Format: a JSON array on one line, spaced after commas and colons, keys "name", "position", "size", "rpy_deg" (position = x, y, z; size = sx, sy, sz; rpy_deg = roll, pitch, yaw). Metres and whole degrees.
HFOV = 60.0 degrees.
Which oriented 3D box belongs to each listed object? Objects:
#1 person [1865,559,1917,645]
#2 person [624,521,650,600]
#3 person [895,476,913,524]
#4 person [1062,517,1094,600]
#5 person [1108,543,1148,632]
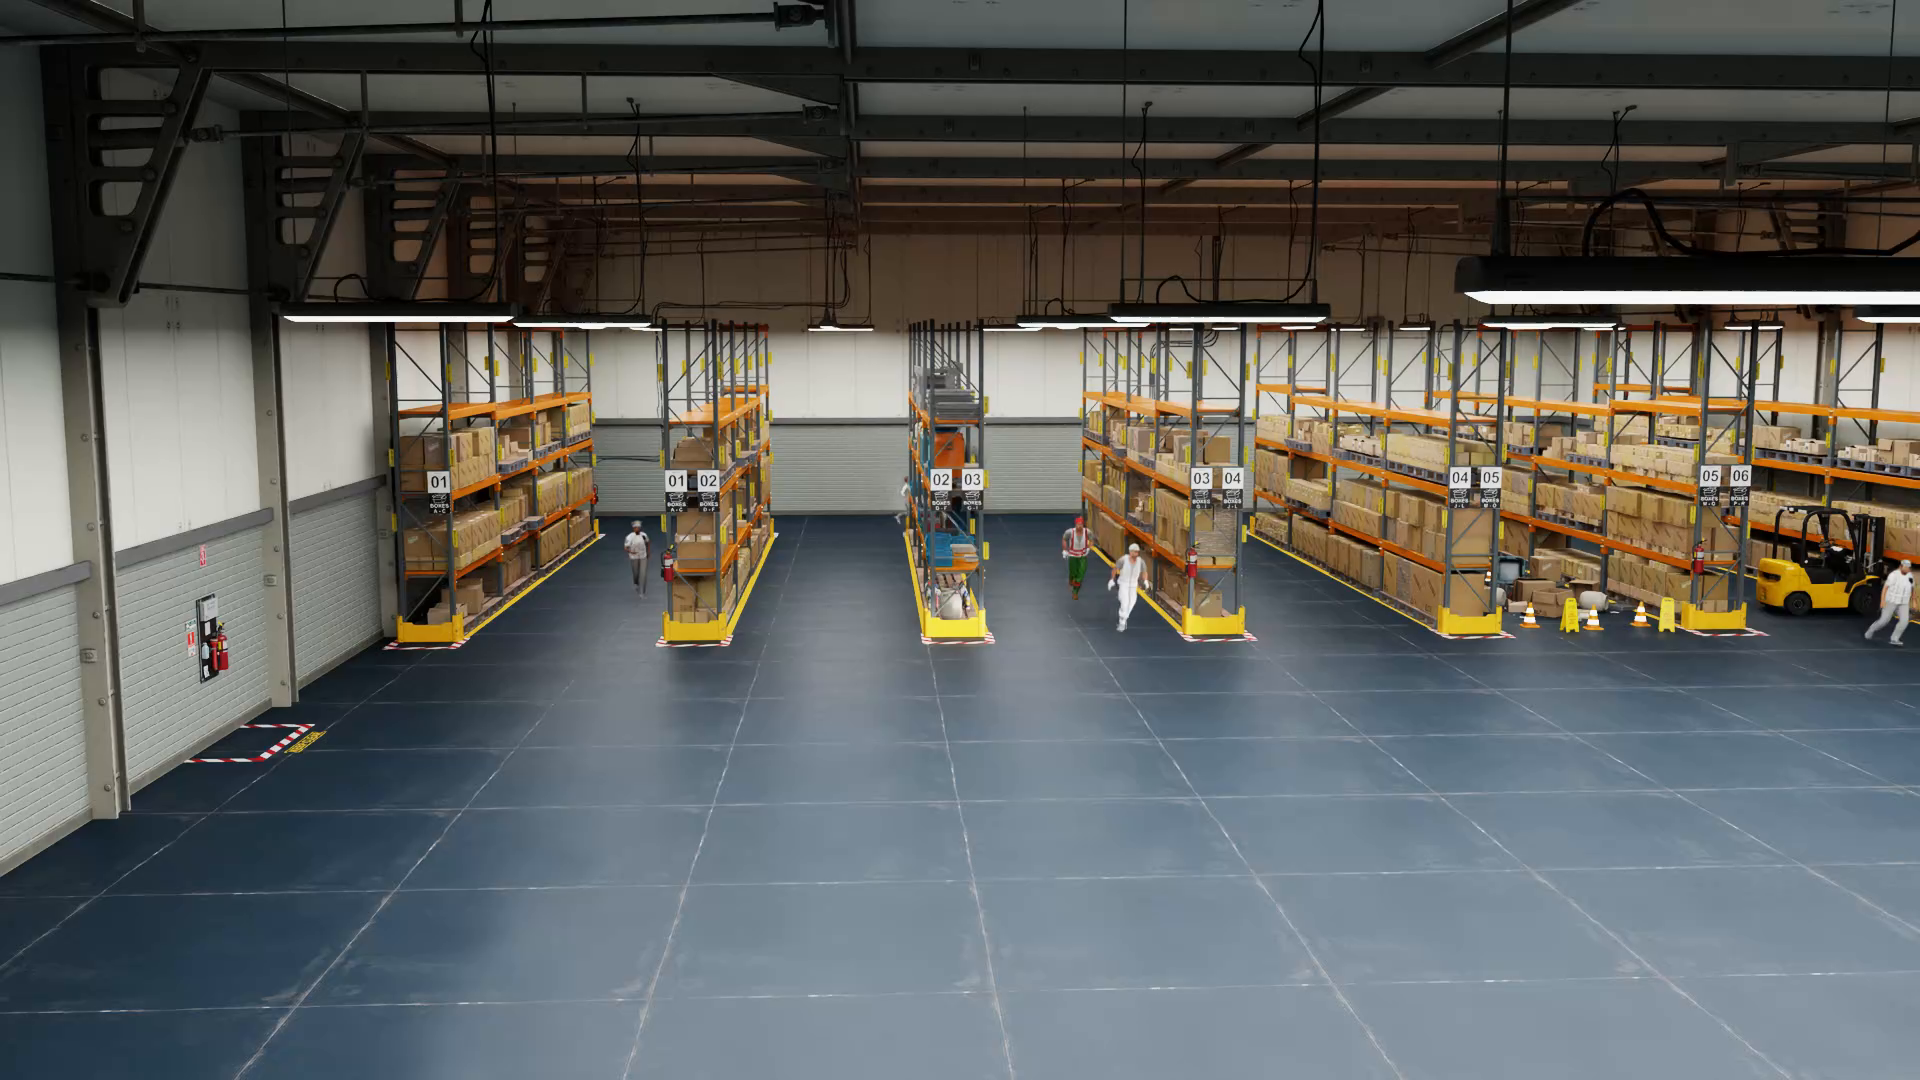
[{"name": "person", "position": [17.267, 1.133, 30.781], "size": [0.699, 1.601, 0.677], "rpy_deg": [0, 7, -1]}, {"name": "person", "position": [-7.033, 0.417, 36.323], "size": [0.581, 1.708, 0.889], "rpy_deg": [-2, 7, -16]}, {"name": "person", "position": [-1.588, -1.132, 49.220], "size": [0.681, 1.562, 0.527], "rpy_deg": [1, 7, 6]}, {"name": "person", "position": [2.434, 0.353, 34.418], "size": [0.646, 1.723, 0.857], "rpy_deg": [-1, 7, -12]}, {"name": "person", "position": [3.270, 0.899, 32.185], "size": [0.710, 1.711, 0.763], "rpy_deg": [-2, 7, -15]}]
